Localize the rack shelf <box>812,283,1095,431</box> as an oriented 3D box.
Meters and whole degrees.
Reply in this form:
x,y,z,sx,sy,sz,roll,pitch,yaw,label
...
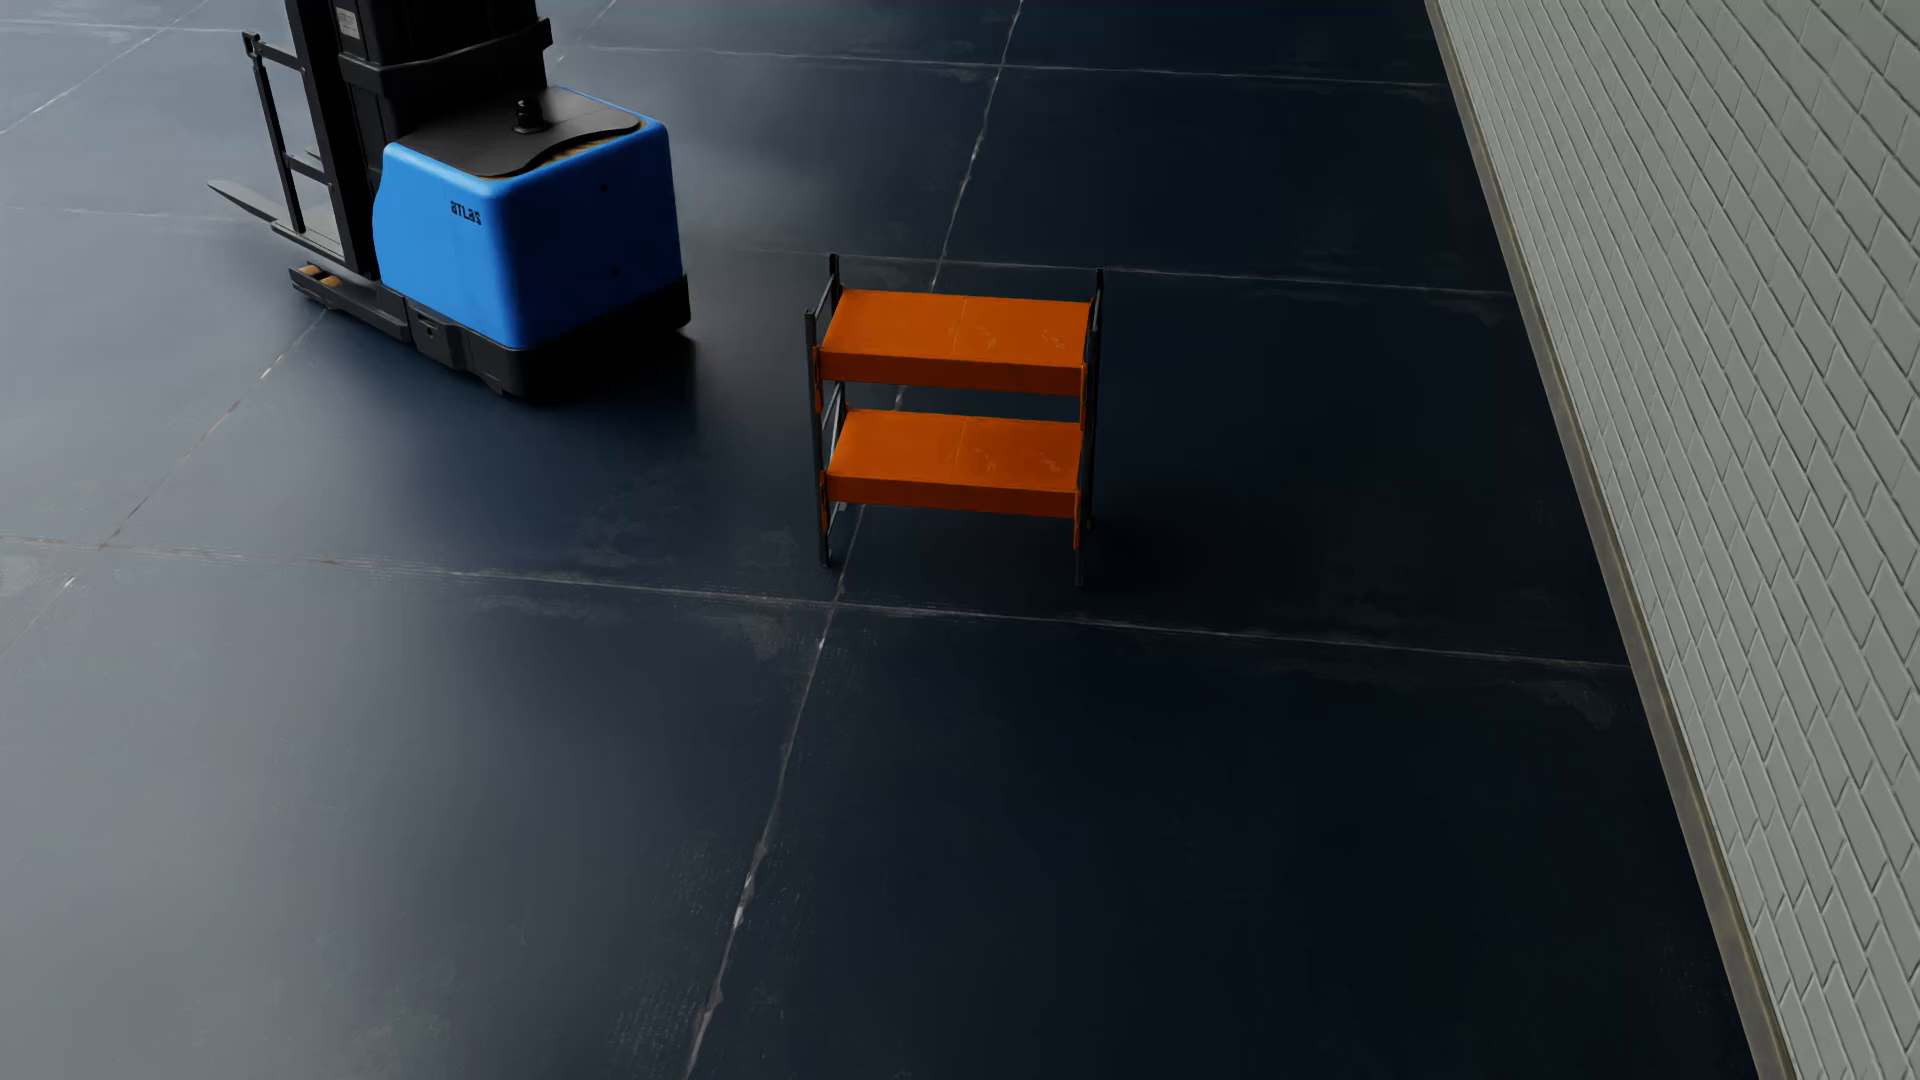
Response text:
x,y,z,sx,sy,sz,roll,pitch,yaw,label
-0.007,-0.697,6.254,1.000,0.278,0.538,4,36,6,rack shelf

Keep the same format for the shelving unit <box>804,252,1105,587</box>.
x,y,z,sx,sy,sz,roll,pitch,yaw,label
-0.007,-0.458,6.424,1.048,1.125,0.538,4,36,6,shelving unit

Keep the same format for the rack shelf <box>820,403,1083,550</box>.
x,y,z,sx,sy,sz,roll,pitch,yaw,label
-0.007,-0.259,6.566,1.000,0.278,0.538,4,36,6,rack shelf

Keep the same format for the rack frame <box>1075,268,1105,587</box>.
x,y,z,sx,sy,sz,roll,pitch,yaw,label
0.498,-0.421,6.371,0.032,1.125,0.500,4,36,6,rack frame

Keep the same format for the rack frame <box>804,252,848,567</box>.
x,y,z,sx,sy,sz,roll,pitch,yaw,label
-0.511,-0.496,6.477,0.032,1.125,0.500,4,36,6,rack frame

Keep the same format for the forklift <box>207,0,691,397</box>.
x,y,z,sx,sy,sz,roll,pitch,yaw,label
-2.767,-2.558,7.812,3.031,2.935,1.130,26,43,32,forklift
